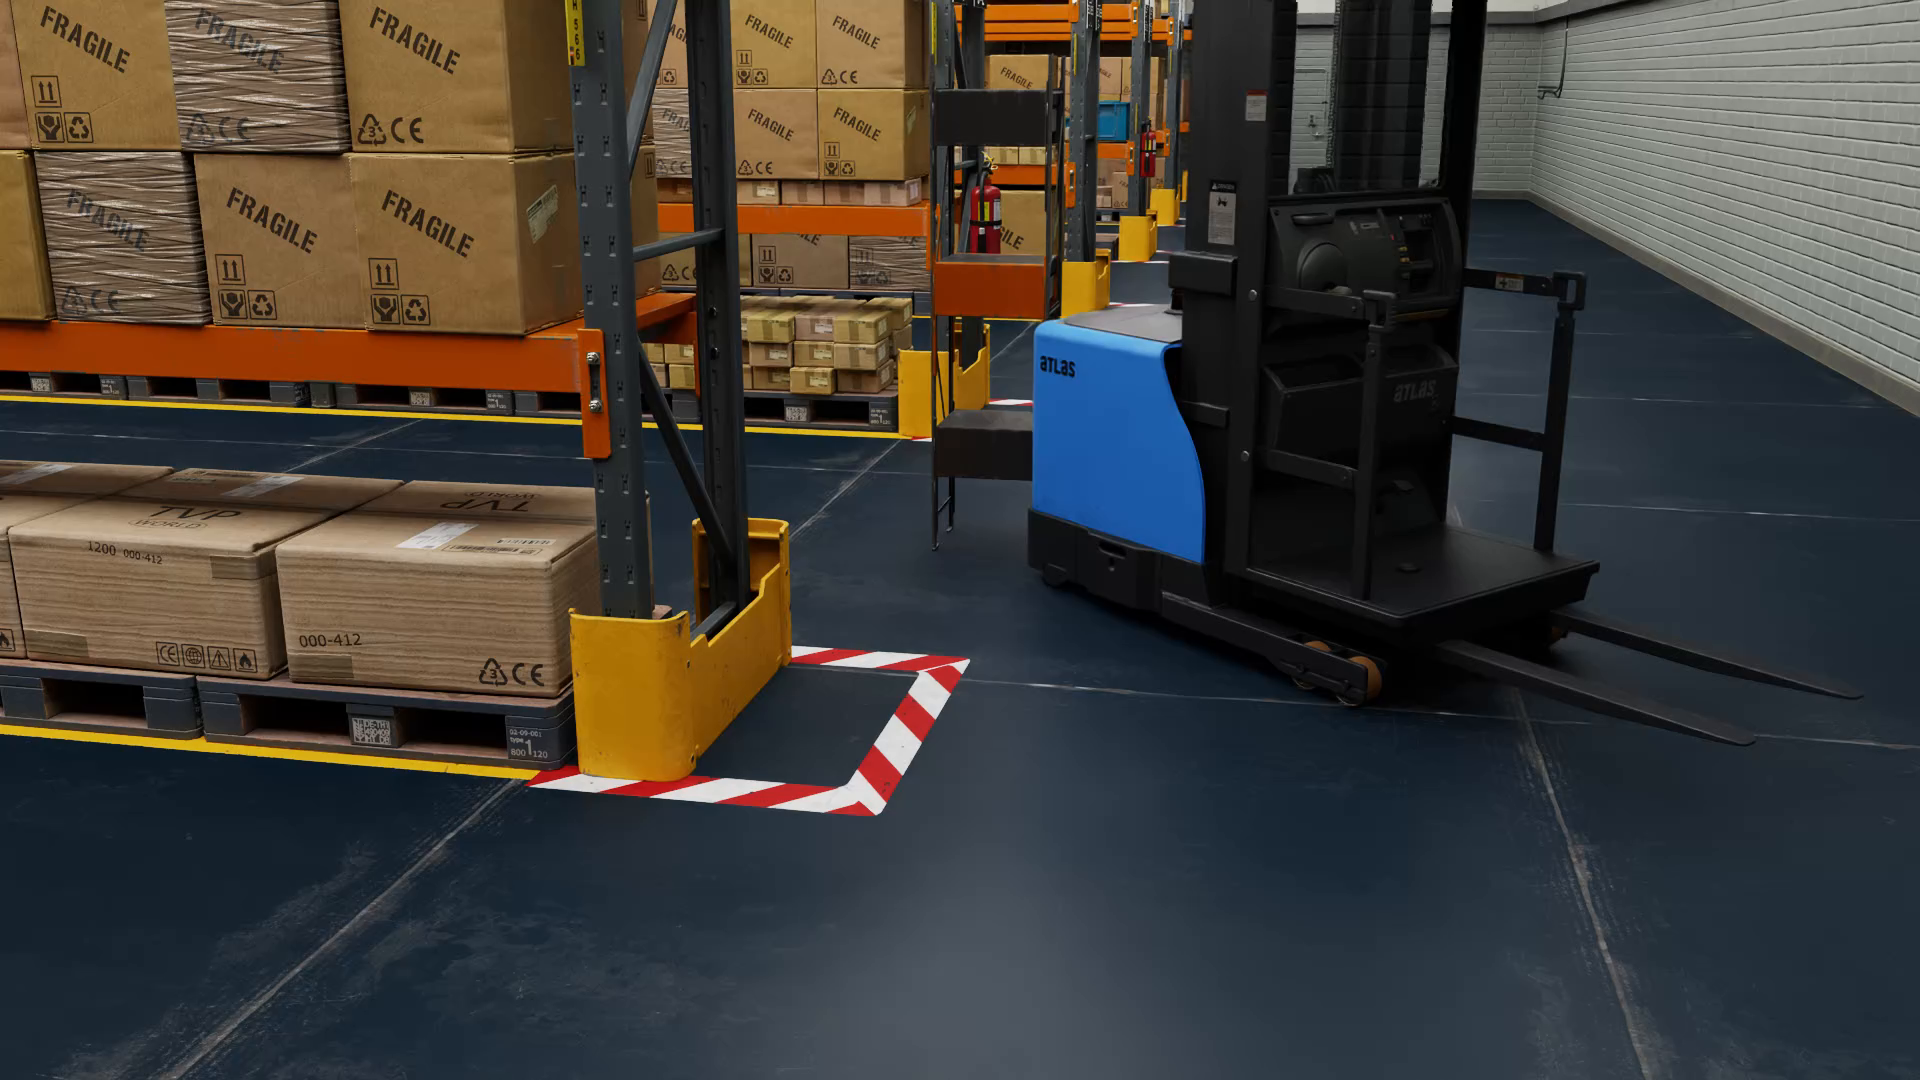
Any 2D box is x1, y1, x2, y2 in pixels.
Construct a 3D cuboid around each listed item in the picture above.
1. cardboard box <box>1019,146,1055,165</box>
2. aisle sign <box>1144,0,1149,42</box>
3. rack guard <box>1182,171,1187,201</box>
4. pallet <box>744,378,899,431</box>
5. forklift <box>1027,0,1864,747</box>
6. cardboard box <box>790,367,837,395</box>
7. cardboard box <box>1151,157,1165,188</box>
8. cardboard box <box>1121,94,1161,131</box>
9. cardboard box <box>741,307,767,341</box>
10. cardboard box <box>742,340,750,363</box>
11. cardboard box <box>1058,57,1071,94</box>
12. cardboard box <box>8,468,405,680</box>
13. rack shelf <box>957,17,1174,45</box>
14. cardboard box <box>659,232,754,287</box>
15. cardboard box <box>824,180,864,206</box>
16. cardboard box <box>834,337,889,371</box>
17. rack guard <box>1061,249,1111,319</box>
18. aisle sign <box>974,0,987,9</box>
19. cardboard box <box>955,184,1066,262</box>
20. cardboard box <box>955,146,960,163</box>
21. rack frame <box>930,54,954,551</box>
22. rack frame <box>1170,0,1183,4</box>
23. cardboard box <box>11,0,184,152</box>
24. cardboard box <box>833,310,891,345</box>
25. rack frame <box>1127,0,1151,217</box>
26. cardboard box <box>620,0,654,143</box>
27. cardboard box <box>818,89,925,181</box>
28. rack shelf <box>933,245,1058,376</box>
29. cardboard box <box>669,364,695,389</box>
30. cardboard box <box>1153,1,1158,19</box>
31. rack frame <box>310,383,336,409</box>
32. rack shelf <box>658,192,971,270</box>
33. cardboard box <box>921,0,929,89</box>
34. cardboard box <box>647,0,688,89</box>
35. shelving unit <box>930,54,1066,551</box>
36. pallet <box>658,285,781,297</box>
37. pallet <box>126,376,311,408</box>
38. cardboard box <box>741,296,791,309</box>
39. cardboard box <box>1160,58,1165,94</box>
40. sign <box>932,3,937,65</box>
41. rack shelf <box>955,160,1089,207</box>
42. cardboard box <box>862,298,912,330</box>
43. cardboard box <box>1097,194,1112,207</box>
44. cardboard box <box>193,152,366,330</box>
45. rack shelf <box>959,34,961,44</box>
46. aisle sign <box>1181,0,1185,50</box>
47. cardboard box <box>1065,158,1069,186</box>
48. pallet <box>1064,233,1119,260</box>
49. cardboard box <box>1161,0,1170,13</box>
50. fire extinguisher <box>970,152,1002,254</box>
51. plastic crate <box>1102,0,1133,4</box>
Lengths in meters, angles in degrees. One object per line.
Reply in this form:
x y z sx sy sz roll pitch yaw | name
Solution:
0.663 -3.294 14.235 0.250 0.149 0.380 3 16 12 | cardboard box
2.077 -5.950 18.484 0.004 0.787 0.394 3 16 11 | aisle sign
4.062 -6.164 28.807 0.348 0.500 1.175 3 16 11 | rack guard
-0.874 -0.903 10.356 1.213 0.211 1.003 3 16 11 | pallet
1.552 -1.009 5.642 1.130 2.935 3.031 -11 19 -35 | forklift
-0.840 -0.979 9.962 0.250 0.149 0.380 4 16 13 | cardboard box
3.333 -6.378 28.795 0.500 0.500 0.700 3 16 11 | cardboard box
2.562 -6.074 23.615 0.500 0.500 0.500 4 16 13 | cardboard box
-1.334 -1.307 10.029 0.250 0.149 0.380 2 16 9 | cardboard box
-1.336 -1.184 10.143 0.250 0.149 0.380 3 16 10 | cardboard box
1.560 -6.608 23.669 0.500 0.500 0.500 4 16 13 | cardboard box
-2.463 0.087 5.572 0.875 0.438 0.875 4 16 13 | cardboard box
1.095 -7.279 23.879 4.000 0.370 1.077 3 16 11 | rack shelf
-2.212 -2.817 15.238 0.875 0.875 0.875 3 16 11 | cardboard box
-0.622 -2.036 9.692 0.250 0.149 0.380 3 16 11 | cardboard box
-0.584 -1.115 9.896 0.250 0.149 0.380 3 16 10 | cardboard box
1.101 -2.276 14.773 0.348 0.500 1.175 3 16 11 | rack guard
0.121 -3.518 9.702 0.004 0.787 0.394 3 16 11 | aisle sign
0.434 -2.674 14.719 0.875 0.875 0.875 3 16 11 | cardboard box
-0.084 -3.335 14.382 0.250 0.149 0.380 3 16 12 | cardboard box
-0.077 -1.016 7.227 0.015 2.100 0.400 3 16 11 | rack frame
3.055 -8.965 22.998 0.127 3.000 1.000 3 16 11 | rack frame
-2.419 -1.431 4.977 0.500 0.500 0.500 3 16 11 | cardboard box
-0.579 -1.267 9.887 0.250 0.149 0.380 3 16 12 | cardboard box
2.064 -4.778 19.122 0.127 3.000 1.000 3 16 11 | rack frame
-1.311 -1.520 5.300 0.500 0.500 0.500 3 16 10 | cardboard box
-0.502 -2.338 9.570 0.500 0.500 0.500 3 16 12 | cardboard box
0.162 -0.990 7.184 0.480 0.518 0.431 3 16 11 | rack shelf
-1.588 -1.023 10.119 0.250 0.149 0.380 2 16 9 | cardboard box
2.499 -7.405 23.268 0.500 0.250 0.500 3 16 11 | cardboard box
-3.930 -2.403 10.548 0.127 3.000 1.000 3 16 11 | rack frame
-1.970 -1.950 10.260 4.000 0.370 1.077 3 16 11 | rack shelf
-0.397 -2.957 9.930 0.500 0.500 0.500 3 16 11 | cardboard box
-1.516 -2.875 9.635 0.500 0.500 0.500 4 16 14 | cardboard box
0.162 -1.003 7.180 0.503 2.100 0.431 3 16 11 | shelving unit
-2.113 -2.290 15.365 1.213 0.211 1.003 3 16 11 | pallet
-4.693 -1.100 11.068 1.213 0.211 1.003 3 16 11 | pallet
-1.231 -1.444 10.524 0.250 0.149 0.380 2 16 8 | cardboard box
2.673 -6.696 23.986 0.500 0.500 0.500 4 16 13 | cardboard box
-0.140 -2.756 9.063 0.005 0.325 0.100 3 16 11 | sign
-0.882 -3.242 14.924 4.000 0.370 1.077 3 16 11 | rack shelf
-0.456 -1.422 10.446 0.250 0.149 0.380 2 16 9 | cardboard box
2.094 -4.930 24.153 0.250 0.166 0.380 3 16 11 | cardboard box
-1.912 -0.925 5.025 0.500 0.500 0.500 3 16 10 | cardboard box
-1.841 -8.788 29.326 4.000 0.370 1.077 3 16 11 | rack shelf
3.181 -7.400 23.716 0.004 0.787 0.394 3 16 11 | aisle sign
1.825 -6.458 29.083 0.500 0.500 0.700 3 16 12 | cardboard box
1.264 -3.488 19.689 1.213 0.211 1.003 3 16 11 | pallet
3.268 -8.963 27.918 0.500 0.250 0.500 4 16 13 | cardboard box
0.145 -1.839 9.355 0.183 0.674 0.296 3 16 11 | fire extinguisher
1.743 -6.254 19.076 0.590 0.269 0.497 3 16 11 | plastic crate
